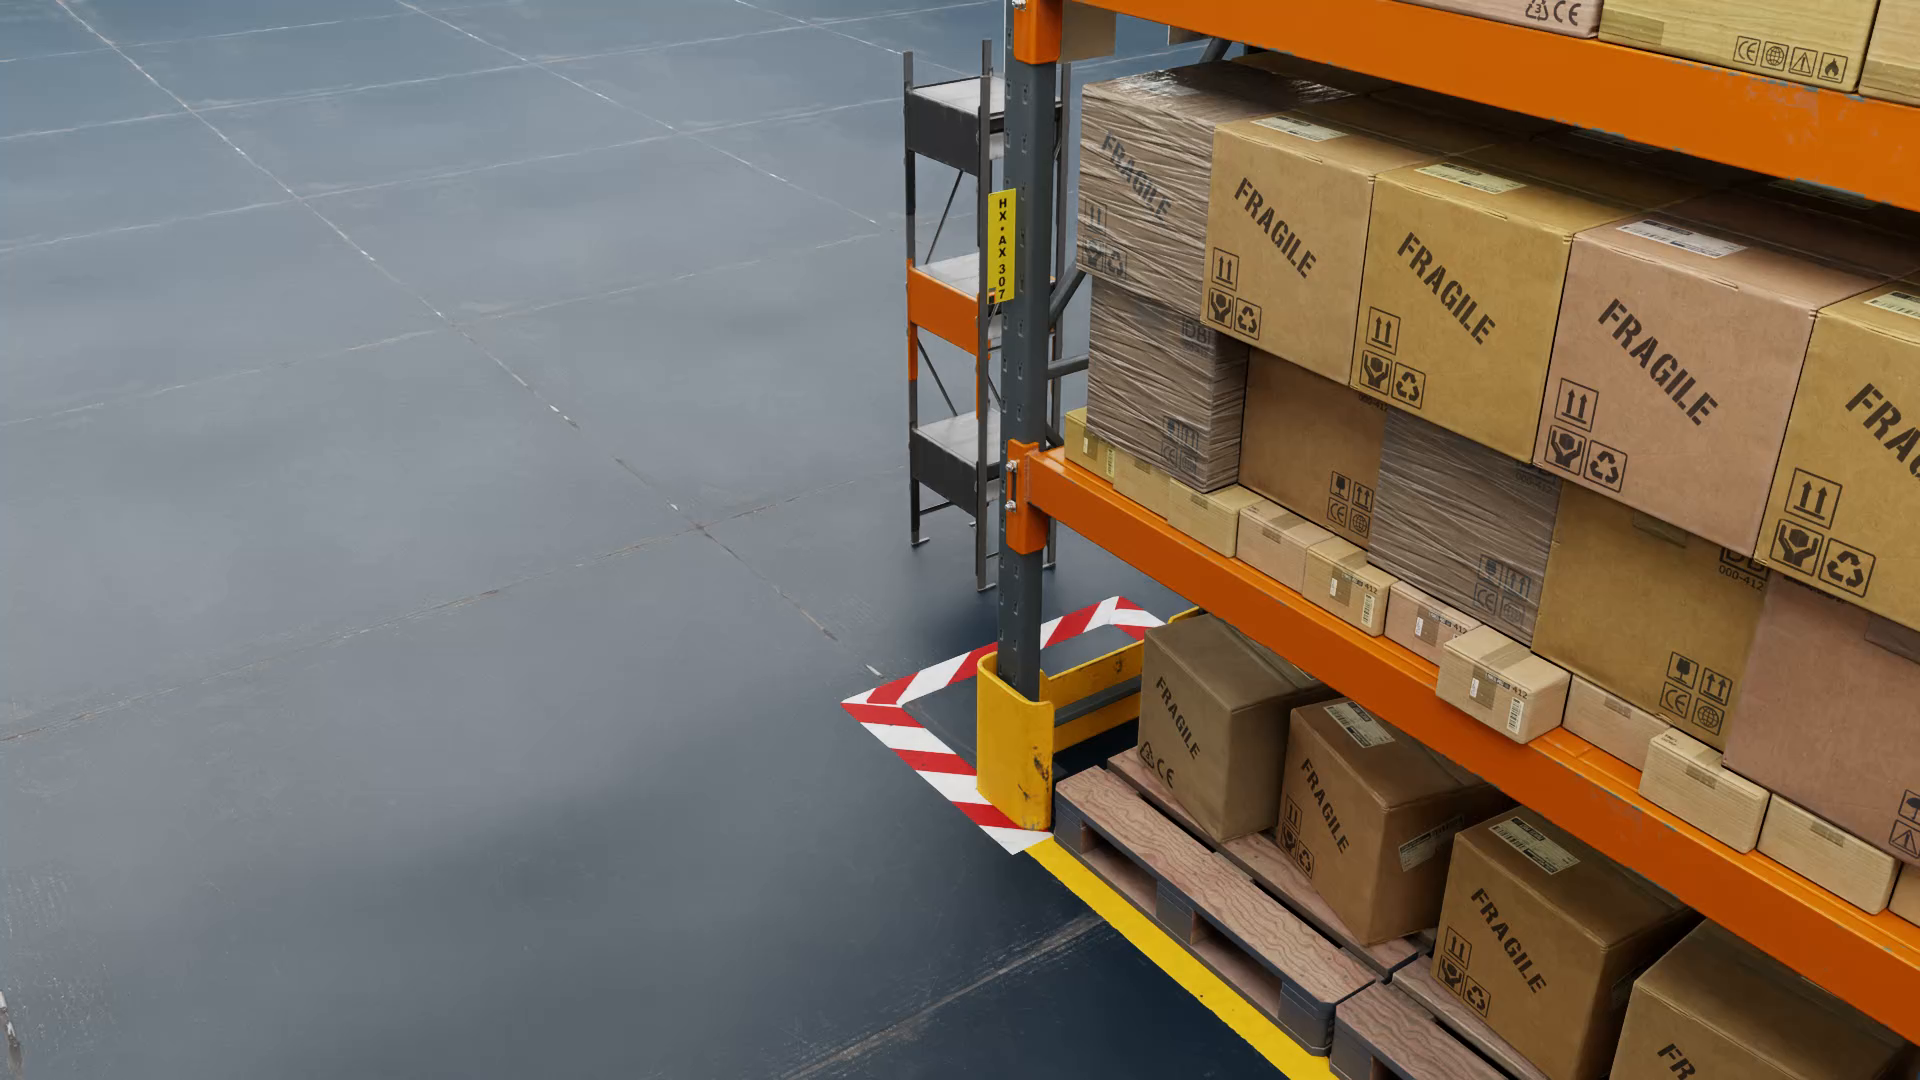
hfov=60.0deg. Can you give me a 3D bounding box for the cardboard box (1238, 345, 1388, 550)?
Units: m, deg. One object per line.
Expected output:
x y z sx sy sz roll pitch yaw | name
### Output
1.247 -0.396 4.420 0.875 0.500 0.500 -19 34 -31 | cardboard box

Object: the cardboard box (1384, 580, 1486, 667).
1.265 0.167 4.062 0.380 0.149 0.250 -19 34 -31 | cardboard box

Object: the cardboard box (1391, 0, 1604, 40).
1.220 -1.205 3.340 0.500 0.250 0.500 -19 34 -31 | cardboard box

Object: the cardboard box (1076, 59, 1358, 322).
0.660 -0.929 4.353 0.500 0.500 0.500 -19 34 -31 | cardboard box

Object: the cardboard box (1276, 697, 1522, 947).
1.286 0.780 4.850 0.500 0.500 0.500 -10 30 -18 | cardboard box

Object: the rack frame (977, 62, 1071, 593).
0.238 -0.763 6.456 0.400 2.100 0.015 -19 34 -31 | rack frame

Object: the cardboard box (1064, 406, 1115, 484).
0.534 -0.317 4.954 0.380 0.149 0.250 -19 34 -31 | cardboard box

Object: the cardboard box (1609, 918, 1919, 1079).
1.921 1.258 3.969 0.500 0.500 0.500 -22 36 -35 | cardboard box

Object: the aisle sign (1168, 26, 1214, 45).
0.771 -1.854 4.796 0.394 0.787 0.004 -19 34 -31 | aisle sign

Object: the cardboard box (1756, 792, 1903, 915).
1.834 0.560 3.340 0.380 0.149 0.250 -19 34 -31 | cardboard box

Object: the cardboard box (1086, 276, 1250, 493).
0.860 -0.557 4.717 0.875 0.500 0.500 -19 34 -31 | cardboard box

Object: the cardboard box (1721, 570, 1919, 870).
2.039 0.214 3.297 0.875 0.500 0.500 -19 34 -31 | cardboard box

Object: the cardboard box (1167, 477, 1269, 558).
0.796 -0.113 4.578 0.380 0.149 0.250 -19 34 -31 | cardboard box

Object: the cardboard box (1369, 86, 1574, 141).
1.378 -0.880 4.263 0.500 0.500 0.500 -19 34 -31 | cardboard box

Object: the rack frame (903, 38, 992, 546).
-0.046 -0.953 6.805 0.400 2.100 0.015 -19 34 -31 | rack frame

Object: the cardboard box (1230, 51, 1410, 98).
1.083 -1.073 4.618 0.500 0.500 0.500 -19 34 -31 | cardboard box

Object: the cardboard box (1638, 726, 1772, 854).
1.661 0.472 3.501 0.380 0.149 0.250 -19 34 -31 | cardboard box

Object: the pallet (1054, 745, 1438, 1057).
1.049 0.977 5.231 1.003 0.211 1.213 -19 34 -31 | pallet

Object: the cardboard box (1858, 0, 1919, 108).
1.812 -0.809 2.610 0.500 0.250 0.500 -19 34 -31 | cardboard box

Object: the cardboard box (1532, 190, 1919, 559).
1.530 -0.346 3.280 0.500 0.500 0.500 -19 34 -31 | cardboard box

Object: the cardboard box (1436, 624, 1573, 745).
1.325 0.293 3.830 0.380 0.149 0.250 -19 34 -31 | cardboard box

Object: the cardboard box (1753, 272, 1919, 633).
1.818 -0.150 2.920 0.500 0.500 0.500 -19 34 -31 | cardboard box

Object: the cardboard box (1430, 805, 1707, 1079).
1.634 1.029 4.392 0.500 0.500 0.500 -15 32 -26 | cardboard box

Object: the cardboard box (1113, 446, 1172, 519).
0.663 -0.214 4.765 0.380 0.149 0.250 -19 34 -31 | cardboard box

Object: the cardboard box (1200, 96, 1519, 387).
0.944 -0.732 3.992 0.500 0.500 0.500 -19 34 -31 | cardboard box

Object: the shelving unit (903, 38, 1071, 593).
0.096 -0.858 6.630 0.431 2.100 0.503 -19 34 -31 | shelving unit

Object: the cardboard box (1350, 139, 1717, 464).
1.235 -0.538 3.634 0.500 0.500 0.500 -19 34 -31 | cardboard box

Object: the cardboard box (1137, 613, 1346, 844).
0.911 0.557 5.260 0.500 0.500 0.500 -12 31 -22 | cardboard box

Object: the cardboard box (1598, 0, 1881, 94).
1.526 -1.004 2.970 0.500 0.250 0.500 -18 33 -29 | cardboard box

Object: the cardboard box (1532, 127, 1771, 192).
1.666 -0.685 3.904 0.500 0.500 0.500 -19 34 -31 | cardboard box

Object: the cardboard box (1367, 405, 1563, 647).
1.502 -0.190 4.040 0.875 0.500 0.500 -19 34 -31 | cardboard box

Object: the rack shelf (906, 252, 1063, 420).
0.096 -0.846 6.637 0.431 0.518 0.480 -19 34 -31 | rack shelf

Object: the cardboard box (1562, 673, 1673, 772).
1.578 0.354 3.719 0.380 0.149 0.250 -19 34 -31 | cardboard box

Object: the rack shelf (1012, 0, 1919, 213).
1.723 -0.829 3.243 1.077 0.370 4.000 -19 34 -31 | rack shelf

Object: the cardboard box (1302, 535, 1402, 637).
1.097 0.078 4.227 0.380 0.149 0.250 -19 34 -31 | cardboard box

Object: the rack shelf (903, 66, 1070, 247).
0.096 -1.462 6.303 0.431 0.518 0.480 -19 34 -31 | rack shelf

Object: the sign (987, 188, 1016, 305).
0.121 -0.834 4.736 0.100 0.325 0.005 -19 34 -31 | sign

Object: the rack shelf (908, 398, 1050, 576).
0.096 -0.231 6.971 0.431 0.518 0.480 -19 34 -31 | rack shelf

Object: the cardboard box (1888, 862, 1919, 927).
2.012 0.646 3.182 0.380 0.149 0.250 -19 34 -31 | cardboard box

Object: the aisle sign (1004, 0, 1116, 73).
0.283 -1.687 4.490 0.394 0.787 0.004 -19 34 -31 | aisle sign

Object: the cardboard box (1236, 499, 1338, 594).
0.958 -0.022 4.410 0.380 0.149 0.250 -19 34 -31 | cardboard box

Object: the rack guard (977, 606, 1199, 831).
0.607 0.524 5.761 1.175 0.500 0.348 -19 34 -31 | rack guard

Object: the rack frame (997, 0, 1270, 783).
0.563 -0.604 5.219 1.000 3.000 0.127 -19 34 -31 | rack frame

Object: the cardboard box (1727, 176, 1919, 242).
1.949 -0.488 3.542 0.500 0.500 0.500 -19 34 -31 | cardboard box

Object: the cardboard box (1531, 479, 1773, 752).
1.783 0.008 3.676 0.875 0.500 0.500 -19 34 -31 | cardboard box

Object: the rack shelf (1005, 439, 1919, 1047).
1.723 0.490 3.959 1.077 0.370 4.000 -19 34 -31 | rack shelf

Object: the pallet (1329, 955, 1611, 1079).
1.753 1.450 4.358 1.003 0.211 1.213 -19 34 -31 | pallet
